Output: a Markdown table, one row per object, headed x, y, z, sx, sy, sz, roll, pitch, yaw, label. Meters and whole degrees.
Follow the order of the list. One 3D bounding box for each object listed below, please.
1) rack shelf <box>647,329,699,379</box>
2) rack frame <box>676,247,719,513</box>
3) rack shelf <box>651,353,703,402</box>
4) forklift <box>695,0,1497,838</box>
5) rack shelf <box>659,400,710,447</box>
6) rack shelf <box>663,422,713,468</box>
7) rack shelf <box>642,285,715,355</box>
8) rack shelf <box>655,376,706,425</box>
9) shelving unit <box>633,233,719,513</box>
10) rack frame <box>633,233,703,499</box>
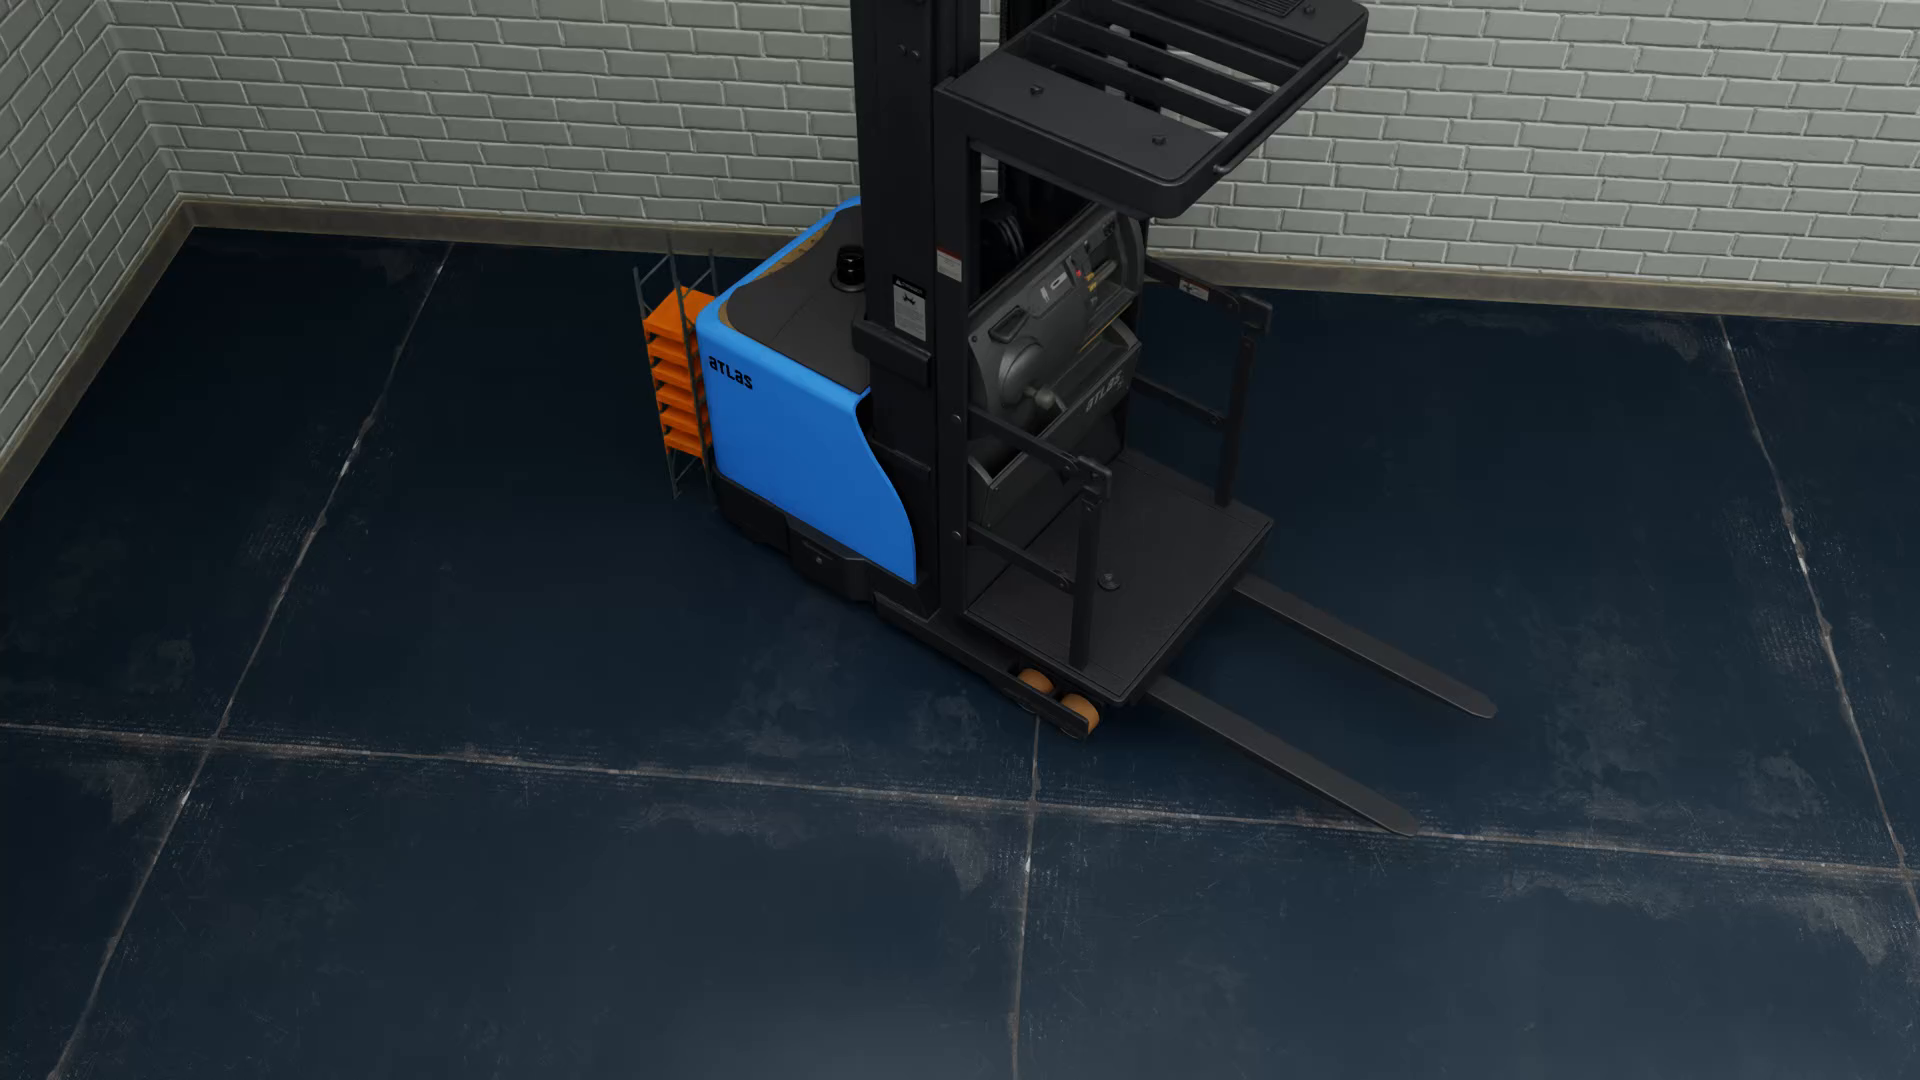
| x | y | z | sx | sy | sz | roll | pitch | yaw | label |
| --- | --- | --- | --- | --- | --- | --- | --- | --- | --- |
| -1.048 | -0.756 | 6.363 | 0.180 | 0.103 | 0.258 | 20 | 51 | 17 | rack shelf |
| -0.966 | -0.594 | 6.480 | 0.006 | 1.200 | 0.240 | 20 | 51 | 17 | rack frame |
| -1.048 | -0.675 | 6.451 | 0.180 | 0.103 | 0.258 | 20 | 51 | 17 | rack shelf |
| 0.498 | -0.714 | 5.416 | 3.031 | 2.935 | 1.130 | 29 | 54 | 24 | forklift |
| -1.048 | -0.513 | 6.629 | 0.180 | 0.103 | 0.258 | 20 | 51 | 17 | rack shelf |
| -1.048 | -0.432 | 6.717 | 0.180 | 0.103 | 0.258 | 20 | 51 | 17 | rack shelf |
| -1.048 | -0.836 | 6.274 | 0.180 | 0.103 | 0.258 | 20 | 51 | 17 | rack shelf |
| -1.048 | -0.594 | 6.540 | 0.180 | 0.103 | 0.258 | 20 | 51 | 17 | rack shelf |
| -1.048 | -0.624 | 6.507 | 0.189 | 1.200 | 0.258 | 20 | 51 | 17 | shelving unit |
| -1.130 | -0.654 | 6.534 | 0.006 | 1.200 | 0.240 | 20 | 51 | 17 | rack frame |
